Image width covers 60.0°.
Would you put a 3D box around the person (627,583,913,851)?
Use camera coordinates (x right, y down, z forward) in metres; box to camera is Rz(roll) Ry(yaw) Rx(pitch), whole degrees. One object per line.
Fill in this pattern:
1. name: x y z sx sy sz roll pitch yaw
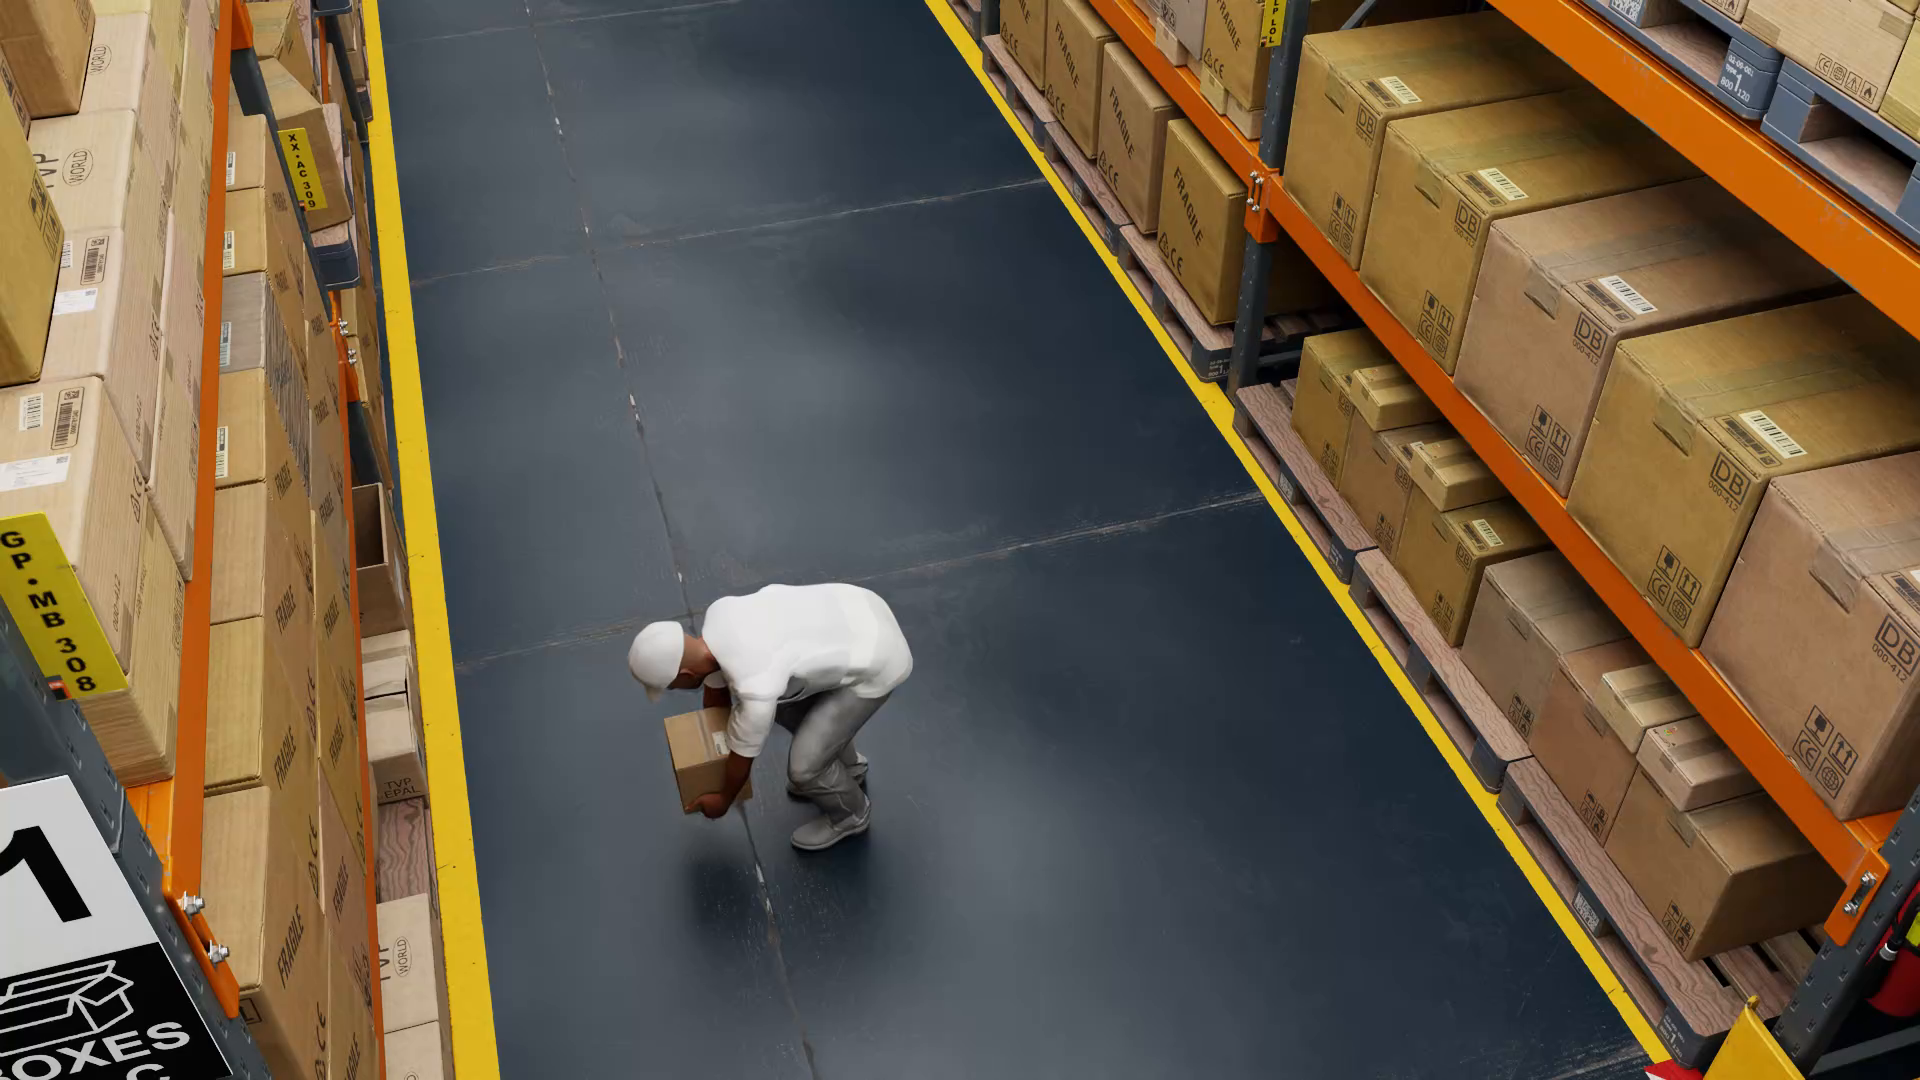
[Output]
1. person: -0.641 0.638 5.881 0.957 1.165 0.507 -14 44 -15
